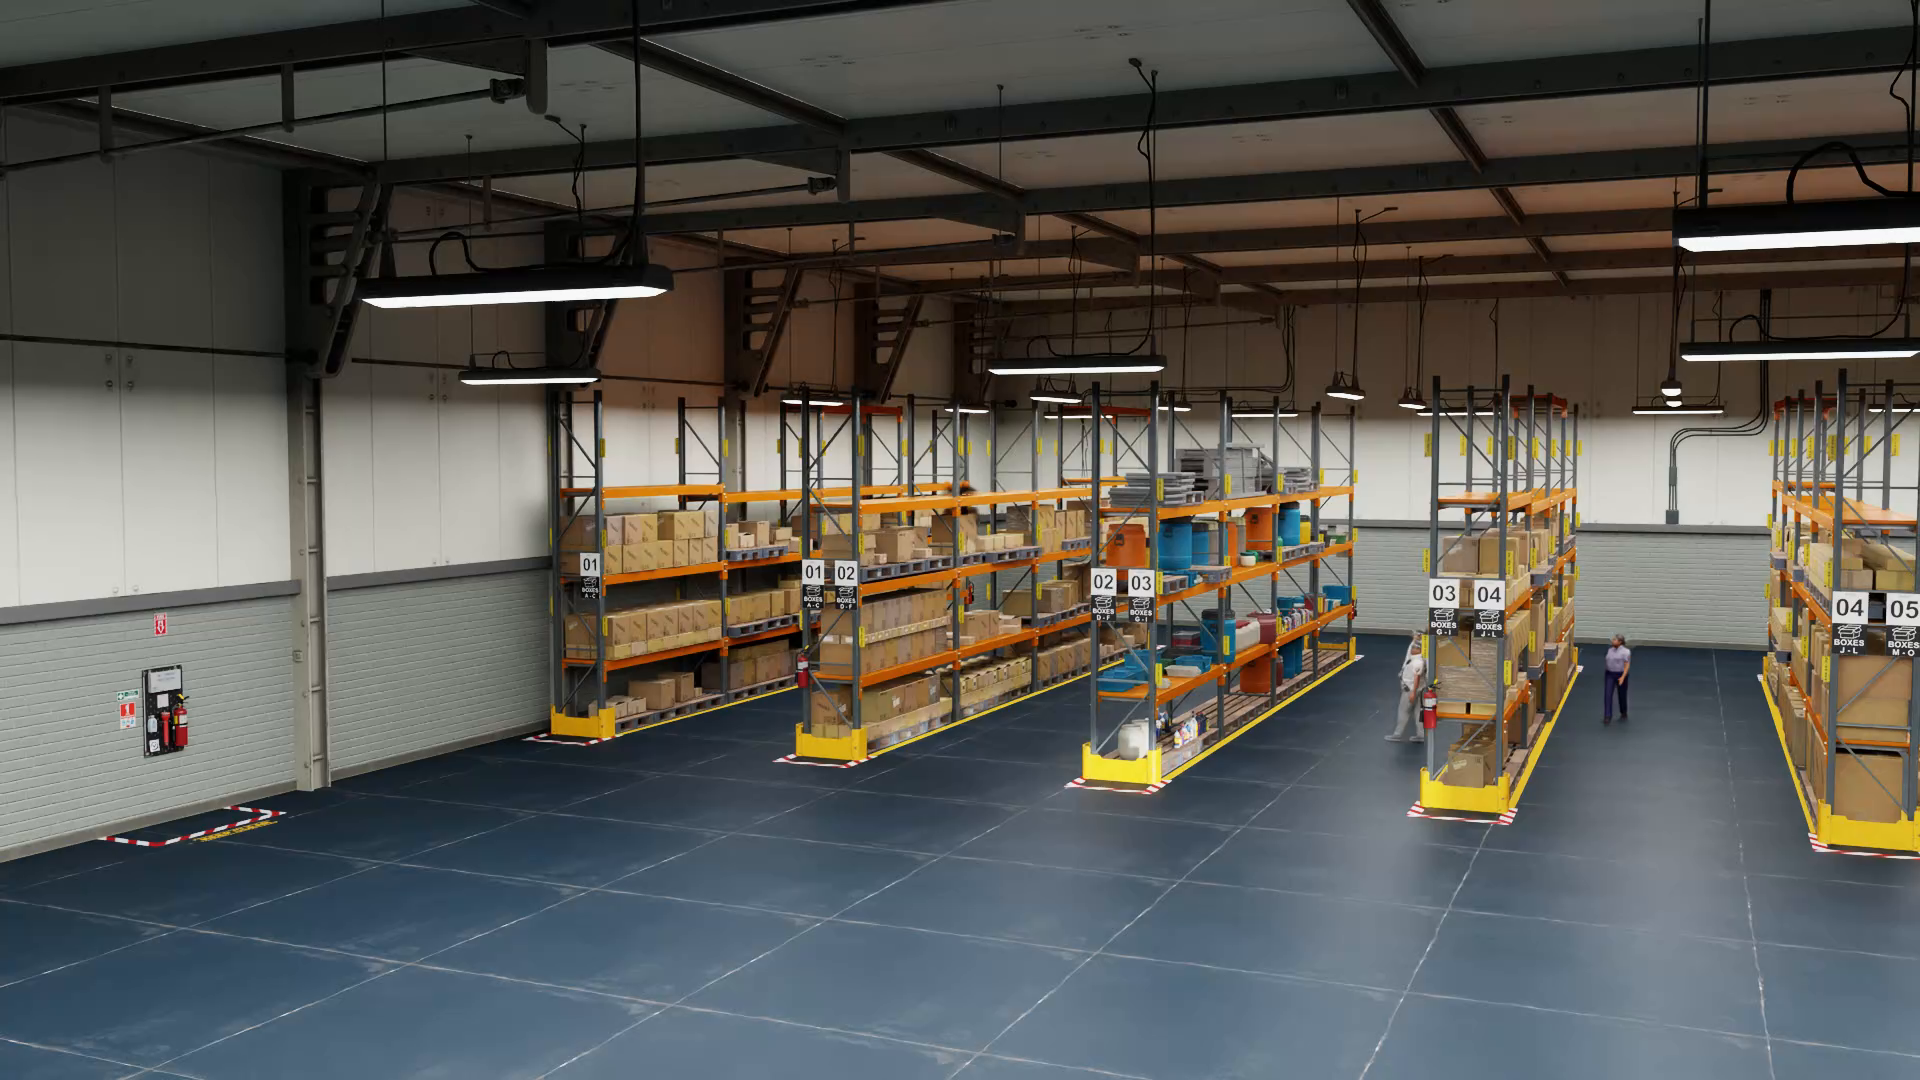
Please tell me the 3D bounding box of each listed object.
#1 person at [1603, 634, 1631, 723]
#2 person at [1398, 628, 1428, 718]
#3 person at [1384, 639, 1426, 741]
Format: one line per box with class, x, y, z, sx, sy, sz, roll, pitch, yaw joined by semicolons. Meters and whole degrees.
person;12.001;2.520;30.373;0.451;1.602;0.933;2;4;26
person;8.501;2.459;31.023;0.595;1.646;0.948;2;4;26
person;7.621;2.550;28.351;0.668;1.767;0.537;3;4;38
